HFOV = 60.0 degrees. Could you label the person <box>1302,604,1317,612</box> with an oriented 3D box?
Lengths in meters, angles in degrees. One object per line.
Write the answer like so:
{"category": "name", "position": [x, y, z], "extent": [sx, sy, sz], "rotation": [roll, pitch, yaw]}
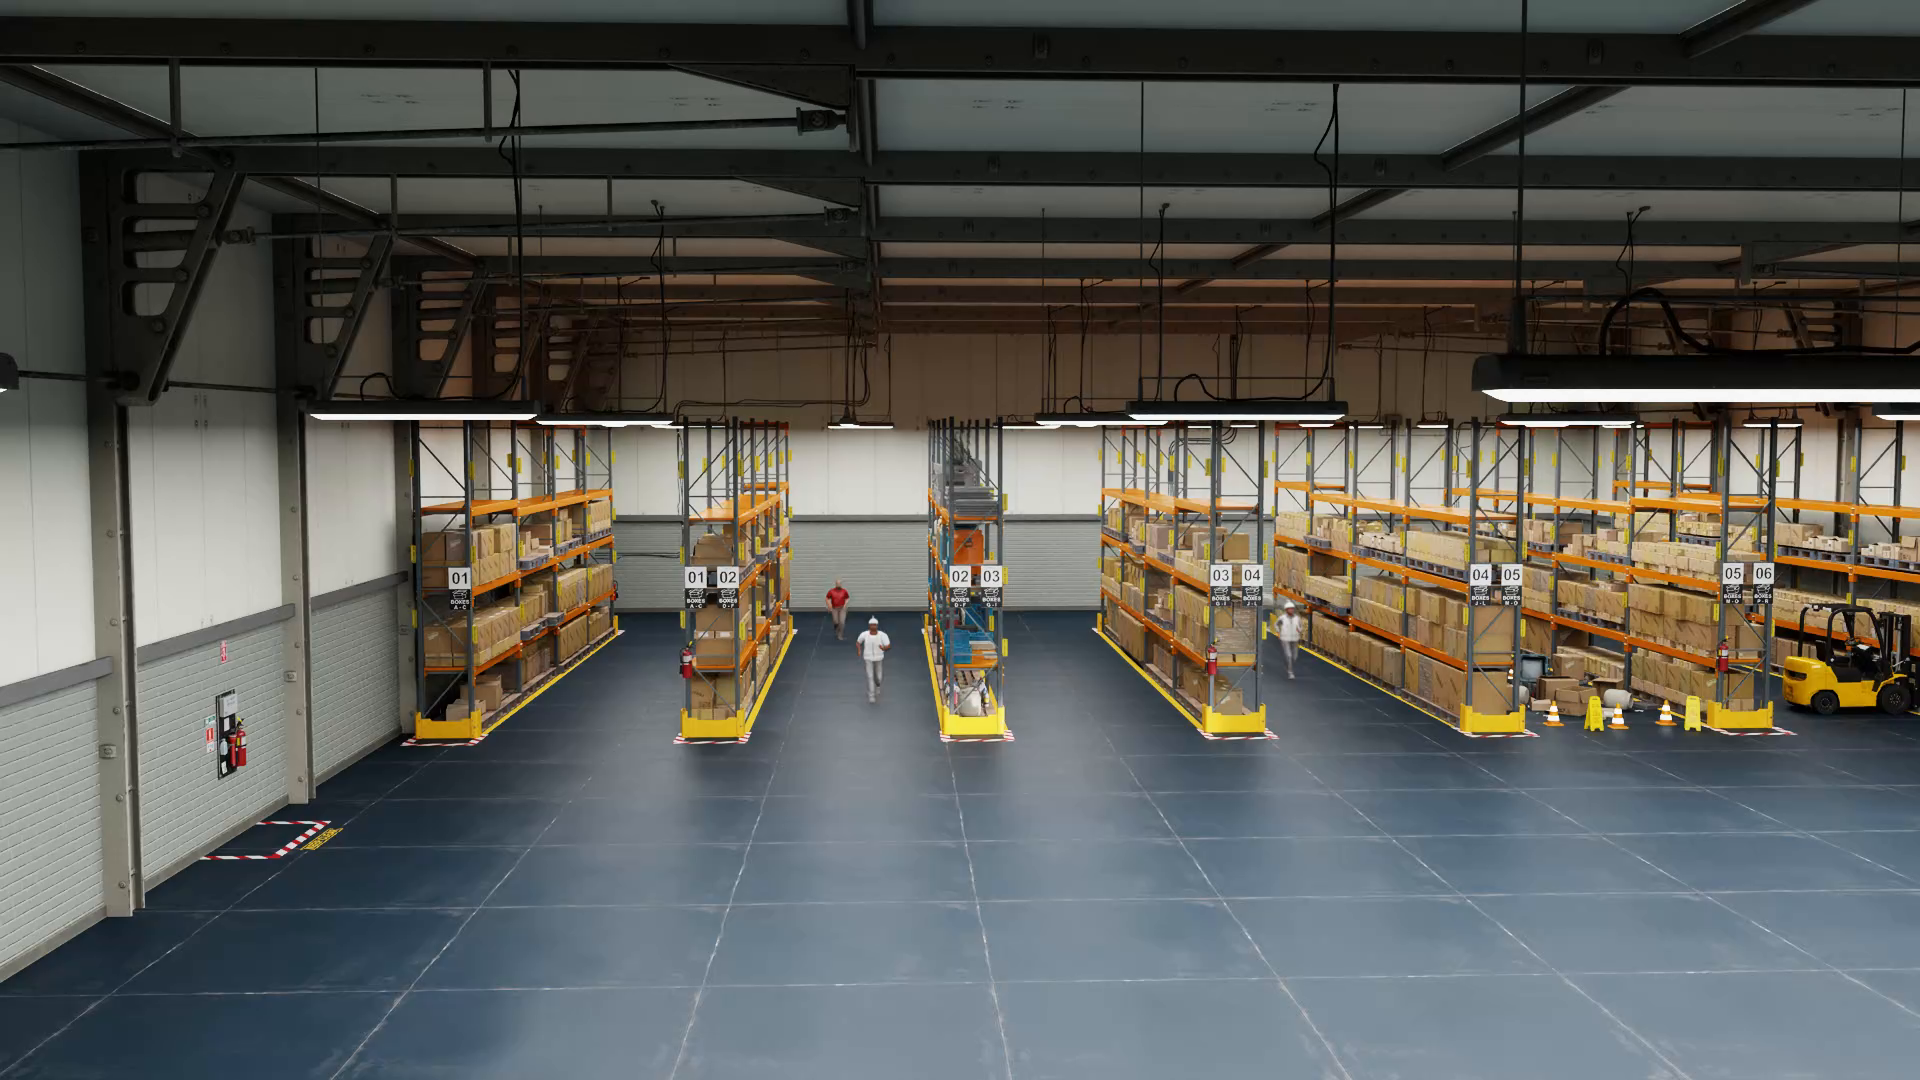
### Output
{"category": "person", "position": [10.276, 1.830, 48.696], "extent": [0.677, 1.434, 0.542], "rotation": [3, 5, 38]}

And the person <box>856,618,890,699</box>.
{"category": "person", "position": [-1.839, 2.494, 35.319], "extent": [0.710, 1.683, 0.798], "rotation": [0, 4, -6]}

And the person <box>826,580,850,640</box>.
{"category": "person", "position": [-3.347, 1.928, 45.724], "extent": [0.642, 1.669, 0.616], "rotation": [-1, 4, -12]}

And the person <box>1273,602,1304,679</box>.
{"category": "person", "position": [7.648, 2.321, 38.607], "extent": [0.667, 1.750, 0.915], "rotation": [0, 4, -7]}

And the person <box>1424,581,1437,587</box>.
{"category": "person", "position": [14.005, 1.637, 49.406], "extent": [0.670, 1.760, 0.754], "rotation": [1, 4, 15]}
